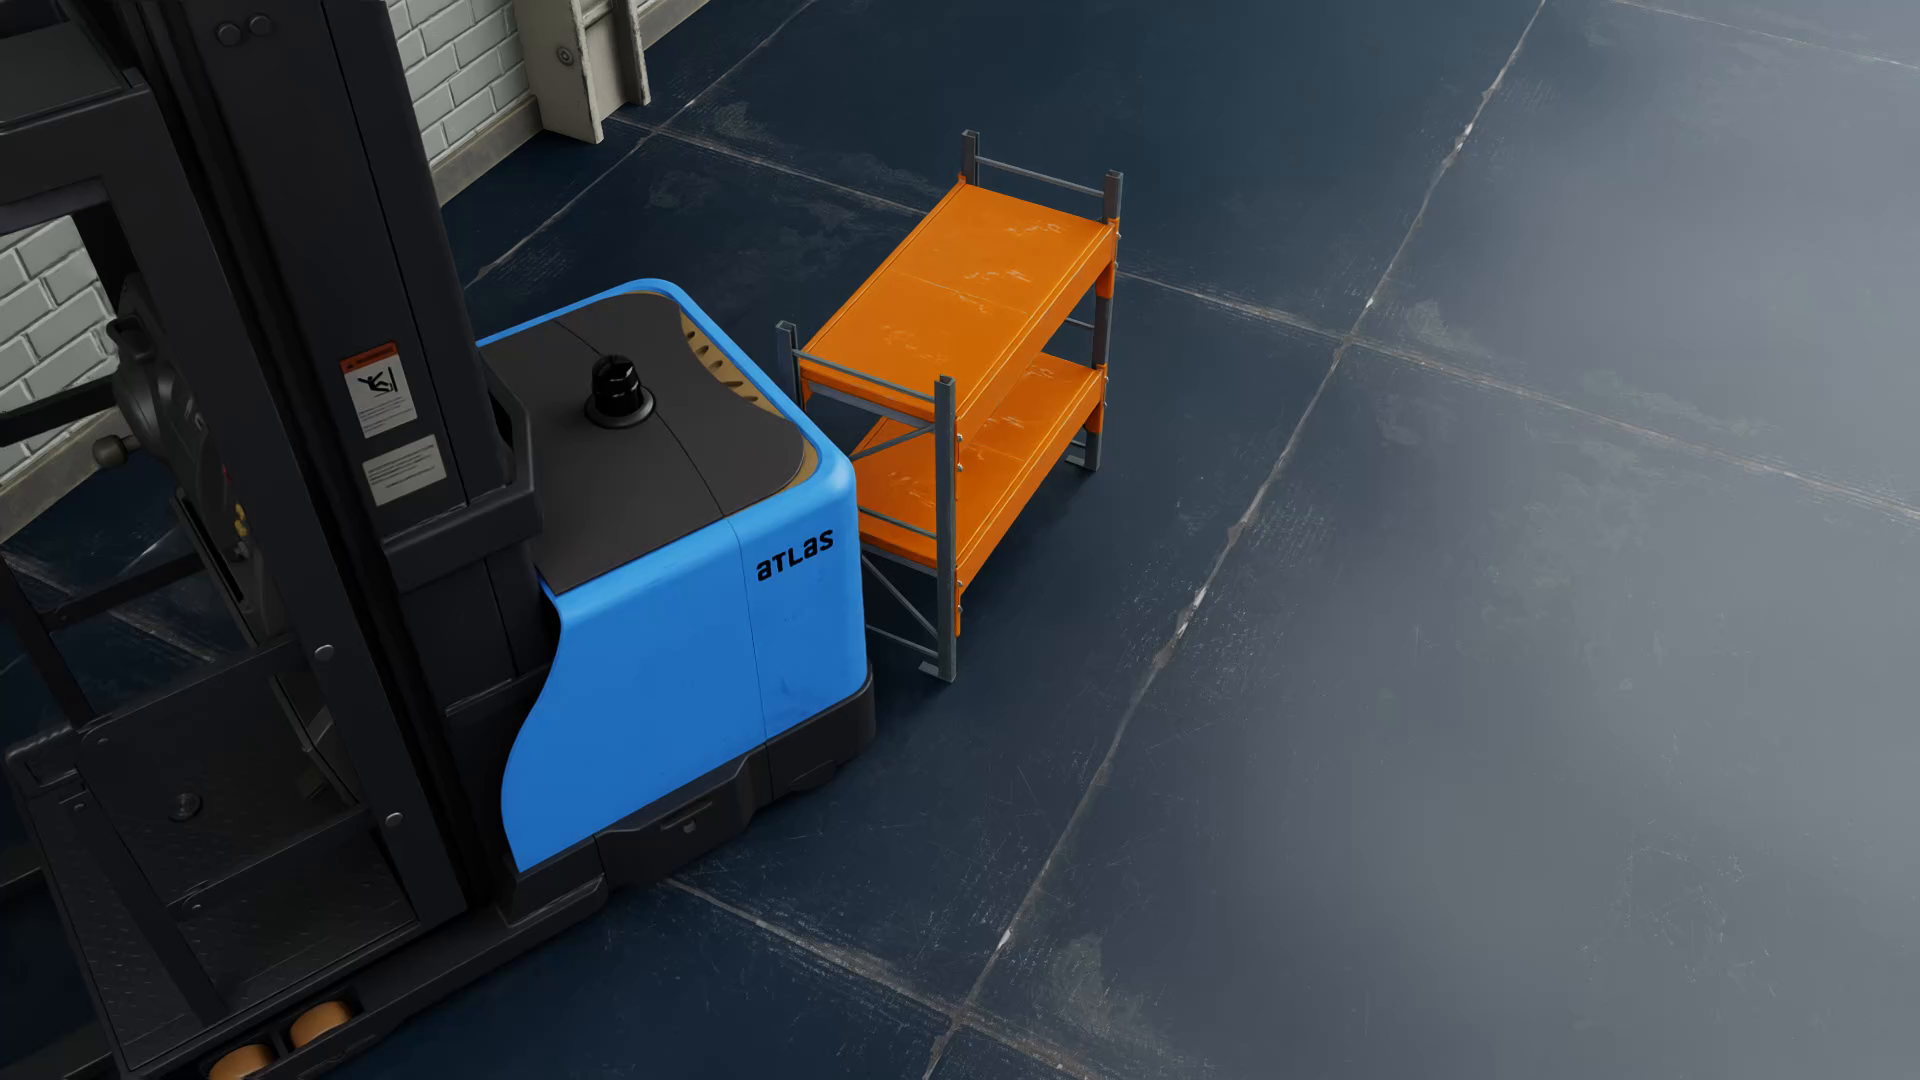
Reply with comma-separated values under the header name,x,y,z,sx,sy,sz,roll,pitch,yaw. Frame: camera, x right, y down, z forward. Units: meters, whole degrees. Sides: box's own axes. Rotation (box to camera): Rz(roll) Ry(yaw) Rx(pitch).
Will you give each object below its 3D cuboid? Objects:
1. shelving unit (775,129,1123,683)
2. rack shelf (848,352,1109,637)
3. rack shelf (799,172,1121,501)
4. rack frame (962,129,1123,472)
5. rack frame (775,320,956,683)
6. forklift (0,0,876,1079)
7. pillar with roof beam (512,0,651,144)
name,x,y,z,sx,sy,sz,roll,pitch,yaw
shelving unit,-0.003,-0.391,4.846,0.538,1.125,1.048,20,49,19
rack shelf,-0.003,-0.219,5.020,0.538,0.278,1.000,20,49,19
rack shelf,-0.003,-0.597,4.638,0.538,0.278,1.000,20,49,19
rack frame,0.233,-0.711,5.162,0.500,1.125,0.032,20,49,19
rack frame,-0.239,-0.071,4.529,0.500,1.125,0.032,20,49,19
forklift,-1.729,-0.115,3.303,3.031,2.935,1.130,-27,51,-24
pillar with roof beam,2.268,-3.550,2.432,9.100,9.000,0.400,20,49,19
